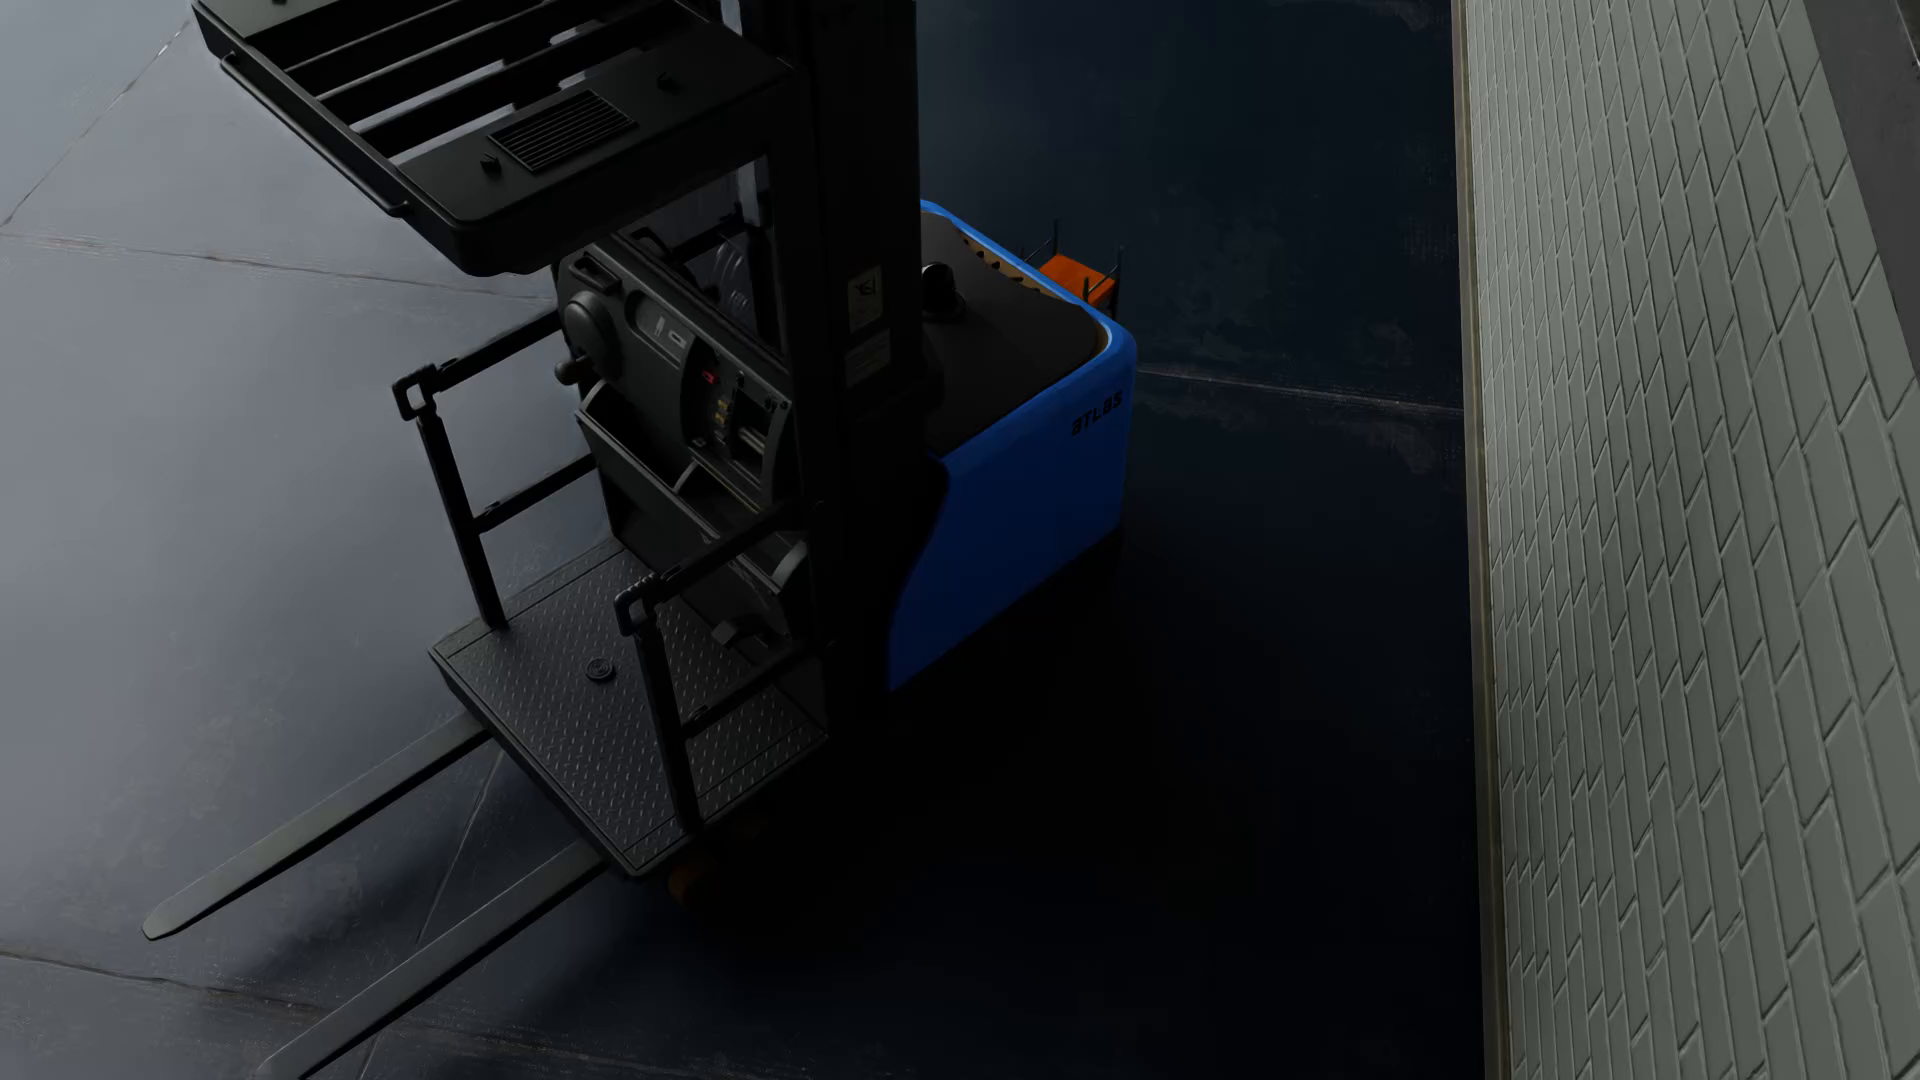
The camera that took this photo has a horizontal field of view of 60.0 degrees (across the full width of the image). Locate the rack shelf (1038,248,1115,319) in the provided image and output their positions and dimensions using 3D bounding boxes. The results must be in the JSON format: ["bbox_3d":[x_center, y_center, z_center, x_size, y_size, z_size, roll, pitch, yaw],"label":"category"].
[{"bbox_3d":[0.345,-0.739,5.341,0.240,0.259,0.215,30,55,24],"label":"rack shelf"}]

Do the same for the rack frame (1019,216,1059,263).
[{"bbox_3d":[0.249,-0.613,5.595,0.008,1.050,0.200,30,55,24],"label":"rack frame"}]

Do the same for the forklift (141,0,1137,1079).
[{"bbox_3d":[-0.887,-0.367,4.109,3.031,2.935,1.130,-35,57,-27],"label":"forklift"}]

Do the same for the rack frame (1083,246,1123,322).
[{"bbox_3d":[0.441,-0.501,5.494,0.008,1.050,0.200,30,55,24],"label":"rack frame"}]

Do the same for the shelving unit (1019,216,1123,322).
[{"bbox_3d":[0.345,-0.557,5.545,0.252,1.050,0.215,30,55,24],"label":"shelving unit"}]
